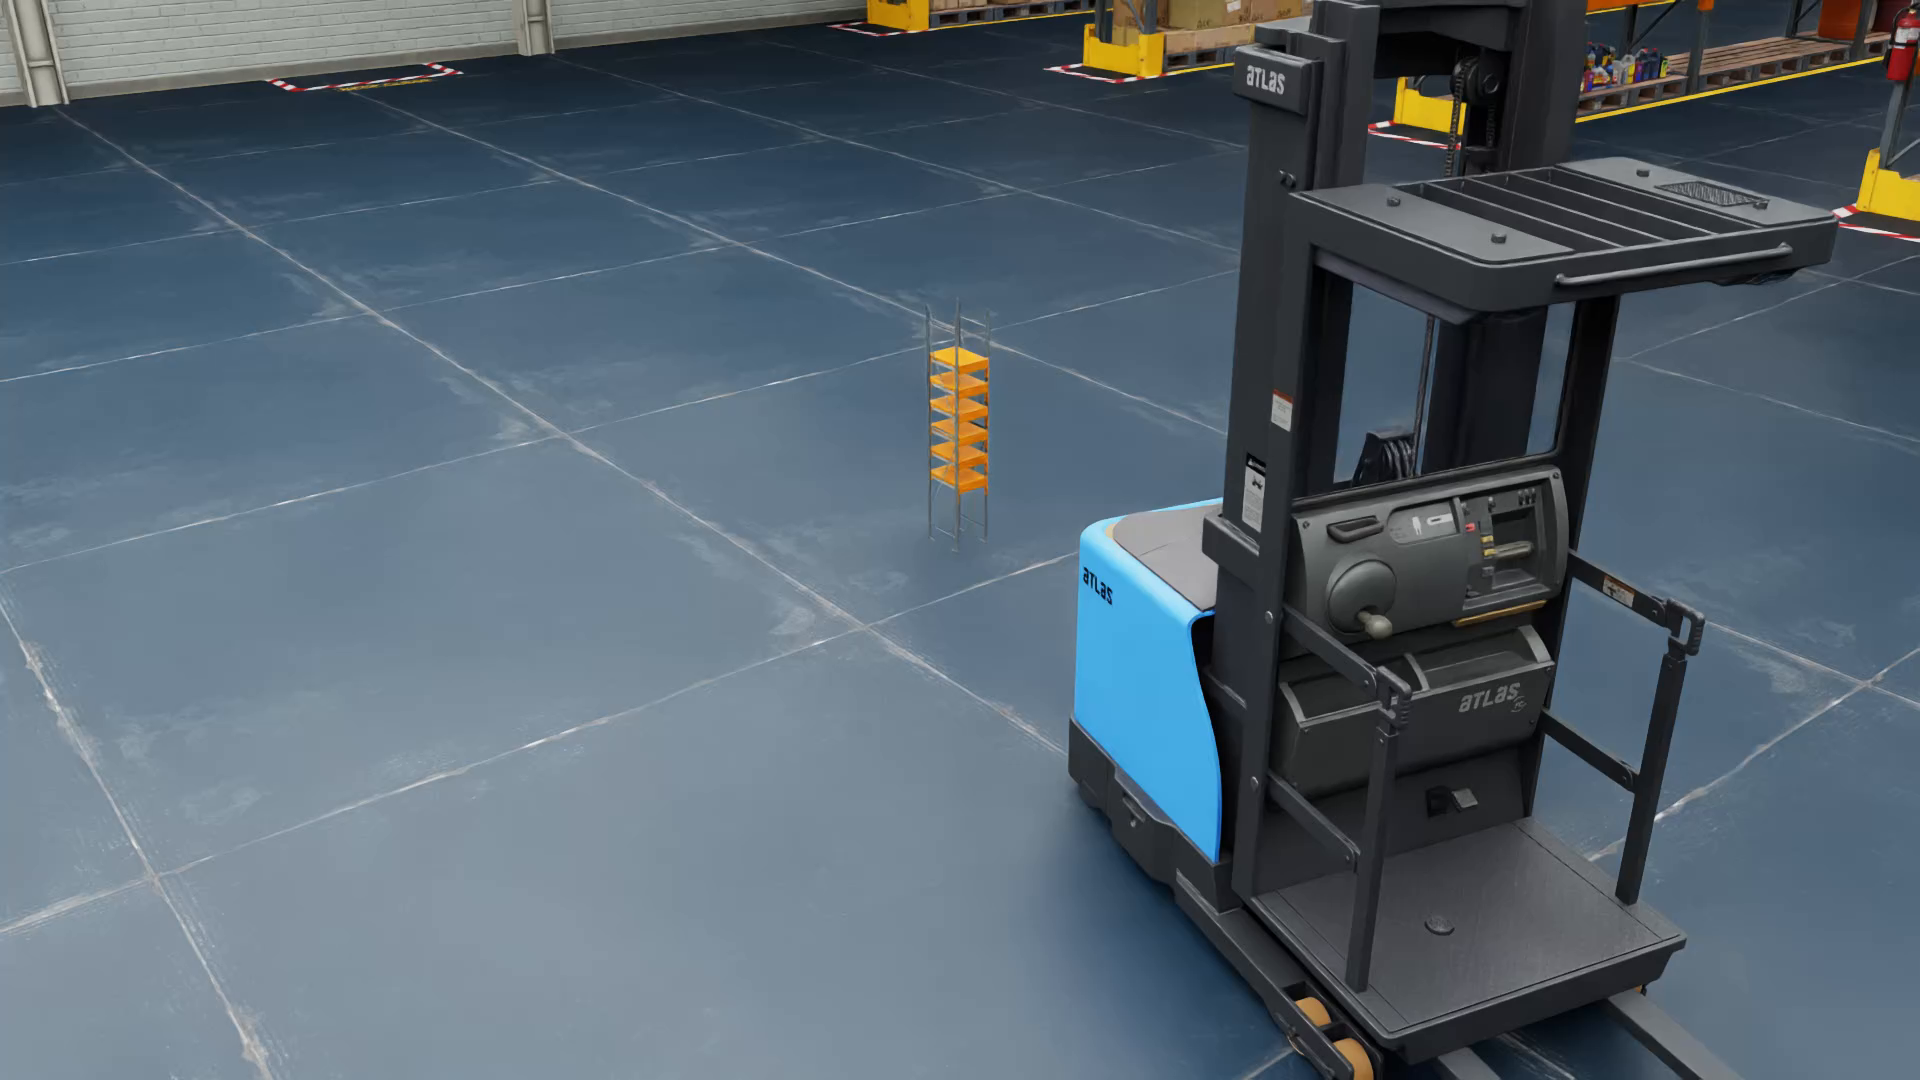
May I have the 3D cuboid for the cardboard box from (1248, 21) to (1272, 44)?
[{"bbox_3d":[3.818,-6.744,21.985,0.500,0.250,0.500,-18,31,-34],"label":"cardboard box"}]

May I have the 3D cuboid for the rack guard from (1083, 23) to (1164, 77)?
[{"bbox_3d":[2.059,-6.206,21.028,0.348,0.500,1.175,-18,31,-34],"label":"rack guard"}]

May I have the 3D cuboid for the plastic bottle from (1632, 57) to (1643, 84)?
[{"bbox_3d":[7.697,-5.342,18.901,0.133,0.283,0.061,-16,29,-31],"label":"plastic bottle"}]

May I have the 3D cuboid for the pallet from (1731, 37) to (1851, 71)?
[{"bbox_3d":[10.793,-6.329,21.636,1.213,0.211,1.003,-18,31,-34],"label":"pallet"}]

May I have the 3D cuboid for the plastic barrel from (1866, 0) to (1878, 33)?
[{"bbox_3d":[12.190,-7.153,22.556,0.421,0.512,0.421,0,25,0],"label":"plastic barrel"}]

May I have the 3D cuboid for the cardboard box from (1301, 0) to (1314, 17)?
[{"bbox_3d":[4.595,-7.349,22.399,0.500,0.500,0.500,-18,31,-34],"label":"cardboard box"}]

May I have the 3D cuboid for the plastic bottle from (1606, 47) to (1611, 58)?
[{"bbox_3d":[7.586,-5.645,19.554,0.133,0.283,0.061,-18,31,-34],"label":"plastic bottle"}]

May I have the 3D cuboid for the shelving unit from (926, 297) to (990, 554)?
[{"bbox_3d":[-0.011,-0.540,7.989,0.189,1.200,0.258,-18,31,-34],"label":"shelving unit"}]

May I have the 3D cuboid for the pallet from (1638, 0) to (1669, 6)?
[{"bbox_3d":[10.904,-8.974,27.336,1.213,0.211,1.003,-18,31,-34],"label":"pallet"}]

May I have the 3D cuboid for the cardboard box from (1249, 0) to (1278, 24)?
[{"bbox_3d":[3.819,-7.084,21.827,0.500,0.500,0.500,-18,31,-34],"label":"cardboard box"}]

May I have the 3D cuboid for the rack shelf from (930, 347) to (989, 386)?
[{"bbox_3d":[-0.011,-0.827,7.856,0.180,0.103,0.258,-18,31,-34],"label":"rack shelf"}]

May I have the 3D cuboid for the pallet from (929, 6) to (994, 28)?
[{"bbox_3d":[-0.261,-7.940,25.108,1.213,0.211,1.003,-18,31,-34],"label":"pallet"}]

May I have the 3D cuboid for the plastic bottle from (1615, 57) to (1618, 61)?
[{"bbox_3d":[7.461,-5.341,18.900,0.133,0.283,0.061,-18,31,-34],"label":"plastic bottle"}]

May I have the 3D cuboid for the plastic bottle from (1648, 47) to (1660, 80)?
[{"bbox_3d":[7.950,-5.478,19.115,0.185,0.351,0.144,-19,31,-35],"label":"plastic bottle"}]

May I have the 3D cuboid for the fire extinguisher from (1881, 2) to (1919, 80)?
[{"bbox_3d":[7.813,-4.151,13.723,0.183,0.674,0.296,-18,31,-34],"label":"fire extinguisher"}]

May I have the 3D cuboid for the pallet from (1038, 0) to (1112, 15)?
[{"bbox_3d":[1.659,-8.574,26.474,1.213,0.211,1.003,-18,31,-34],"label":"pallet"}]

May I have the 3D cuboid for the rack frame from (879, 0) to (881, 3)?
[{"bbox_3d":[-0.982,-8.986,24.049,0.127,3.000,1.000,-18,31,-34],"label":"rack frame"}]

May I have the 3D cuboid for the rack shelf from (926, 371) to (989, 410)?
[{"bbox_3d":[-0.011,-0.718,7.907,0.180,0.103,0.258,-18,31,-34],"label":"rack shelf"}]

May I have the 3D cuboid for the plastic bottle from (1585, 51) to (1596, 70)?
[{"bbox_3d":[7.348,-5.555,19.375,0.097,0.271,0.097,0,25,0],"label":"plastic bottle"}]

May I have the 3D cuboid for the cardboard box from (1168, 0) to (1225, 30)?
[{"bbox_3d":[3.029,-6.825,21.270,0.500,0.500,0.500,-18,31,-34],"label":"cardboard box"}]

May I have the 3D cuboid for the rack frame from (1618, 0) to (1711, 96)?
[{"bbox_3d":[8.279,-6.743,19.216,0.127,3.000,1.000,-18,31,-34],"label":"rack frame"}]

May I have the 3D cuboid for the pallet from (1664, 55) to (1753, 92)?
[{"bbox_3d":[8.873,-5.695,20.270,1.213,0.211,1.003,-18,31,-34],"label":"pallet"}]

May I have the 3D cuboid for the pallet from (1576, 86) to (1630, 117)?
[{"bbox_3d":[6.764,-4.999,18.770,1.213,0.211,1.003,-18,31,-34],"label":"pallet"}]

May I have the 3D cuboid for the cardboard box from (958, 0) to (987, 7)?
[{"bbox_3d":[0.067,-8.264,25.164,0.500,0.311,0.500,-15,29,-30],"label":"cardboard box"}]

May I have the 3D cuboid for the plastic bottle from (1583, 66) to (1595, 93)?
[{"bbox_3d":[6.940,-5.092,18.363,0.133,0.283,0.061,-18,30,-33],"label":"plastic bottle"}]

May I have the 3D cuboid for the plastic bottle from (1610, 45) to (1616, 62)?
[{"bbox_3d":[7.758,-5.768,19.832,0.097,0.271,0.097,0,25,0],"label":"plastic bottle"}]

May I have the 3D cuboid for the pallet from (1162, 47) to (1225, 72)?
[{"bbox_3d":[2.654,-6.294,21.560,1.213,0.211,1.003,-18,31,-34],"label":"pallet"}]

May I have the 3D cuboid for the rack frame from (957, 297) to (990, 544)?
[{"bbox_3d":[0.061,-0.564,8.041,0.006,1.200,0.240,-18,31,-34],"label":"rack frame"}]

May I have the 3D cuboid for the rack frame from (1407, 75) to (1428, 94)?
[{"bbox_3d":[5.131,-5.704,16.977,0.127,3.000,1.000,-18,31,-34],"label":"rack frame"}]

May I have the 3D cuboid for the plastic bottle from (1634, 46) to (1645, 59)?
[{"bbox_3d":[7.861,-5.526,19.218,0.185,0.351,0.144,-18,31,-34],"label":"plastic bottle"}]

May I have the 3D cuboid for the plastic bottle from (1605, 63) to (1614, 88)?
[{"bbox_3d":[7.258,-5.201,18.613,0.097,0.271,0.097,0,25,0],"label":"plastic bottle"}]

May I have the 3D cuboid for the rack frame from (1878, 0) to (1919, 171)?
[{"bbox_3d":[8.188,-4.063,13.442,0.127,3.000,1.000,-18,31,-34],"label":"rack frame"}]

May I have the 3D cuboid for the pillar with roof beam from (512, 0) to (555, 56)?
[{"bbox_3d":[-3.030,-9.191,17.364,0.400,9.000,9.100,-18,31,-34],"label":"pillar with roof beam"}]

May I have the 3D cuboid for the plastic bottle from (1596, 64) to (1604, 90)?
[{"bbox_3d":[7.099,-5.149,18.499,0.097,0.271,0.097,0,25,0],"label":"plastic bottle"}]

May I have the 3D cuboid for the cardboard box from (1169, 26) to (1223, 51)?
[{"bbox_3d":[3.028,-6.486,21.429,0.500,0.250,0.500,-18,31,-34],"label":"cardboard box"}]

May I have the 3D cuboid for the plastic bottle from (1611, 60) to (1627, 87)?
[{"bbox_3d":[7.415,-5.270,18.754,0.135,0.276,0.152,-18,30,-33],"label":"plastic bottle"}]

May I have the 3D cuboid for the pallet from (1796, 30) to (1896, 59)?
[{"bbox_3d":[12.021,-6.736,22.513,1.213,0.211,1.003,-18,31,-34],"label":"pallet"}]

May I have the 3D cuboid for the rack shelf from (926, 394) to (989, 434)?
[{"bbox_3d":[-0.011,-0.609,7.957,0.180,0.103,0.258,-18,31,-34],"label":"rack shelf"}]

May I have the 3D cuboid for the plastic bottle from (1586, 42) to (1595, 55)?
[{"bbox_3d":[7.388,-5.669,19.526,0.185,0.351,0.144,-17,30,-33],"label":"plastic bottle"}]

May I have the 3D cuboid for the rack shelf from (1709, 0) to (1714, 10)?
[{"bbox_3d":[9.853,-6.936,20.487,4.000,0.370,1.077,-18,31,-34],"label":"rack shelf"}]

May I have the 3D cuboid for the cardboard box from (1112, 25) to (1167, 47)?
[{"bbox_3d":[2.317,-6.526,21.517,0.500,0.250,0.500,-18,31,-34],"label":"cardboard box"}]

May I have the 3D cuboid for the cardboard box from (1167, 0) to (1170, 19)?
[{"bbox_3d":[3.094,-7.132,21.930,0.500,0.500,0.500,-18,31,-34],"label":"cardboard box"}]

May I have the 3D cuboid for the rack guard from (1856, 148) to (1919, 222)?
[{"bbox_3d":[8.247,-2.949,14.011,0.348,0.500,1.175,-18,31,-34],"label":"rack guard"}]

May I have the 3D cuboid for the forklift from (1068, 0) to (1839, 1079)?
[{"bbox_3d":[1.459,0.070,4.617,1.130,2.935,3.031,-10,27,-21],"label":"forklift"}]

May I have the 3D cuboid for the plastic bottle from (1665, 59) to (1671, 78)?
[{"bbox_3d":[8.186,-5.476,19.287,0.097,0.201,0.097,0,25,0],"label":"plastic bottle"}]
